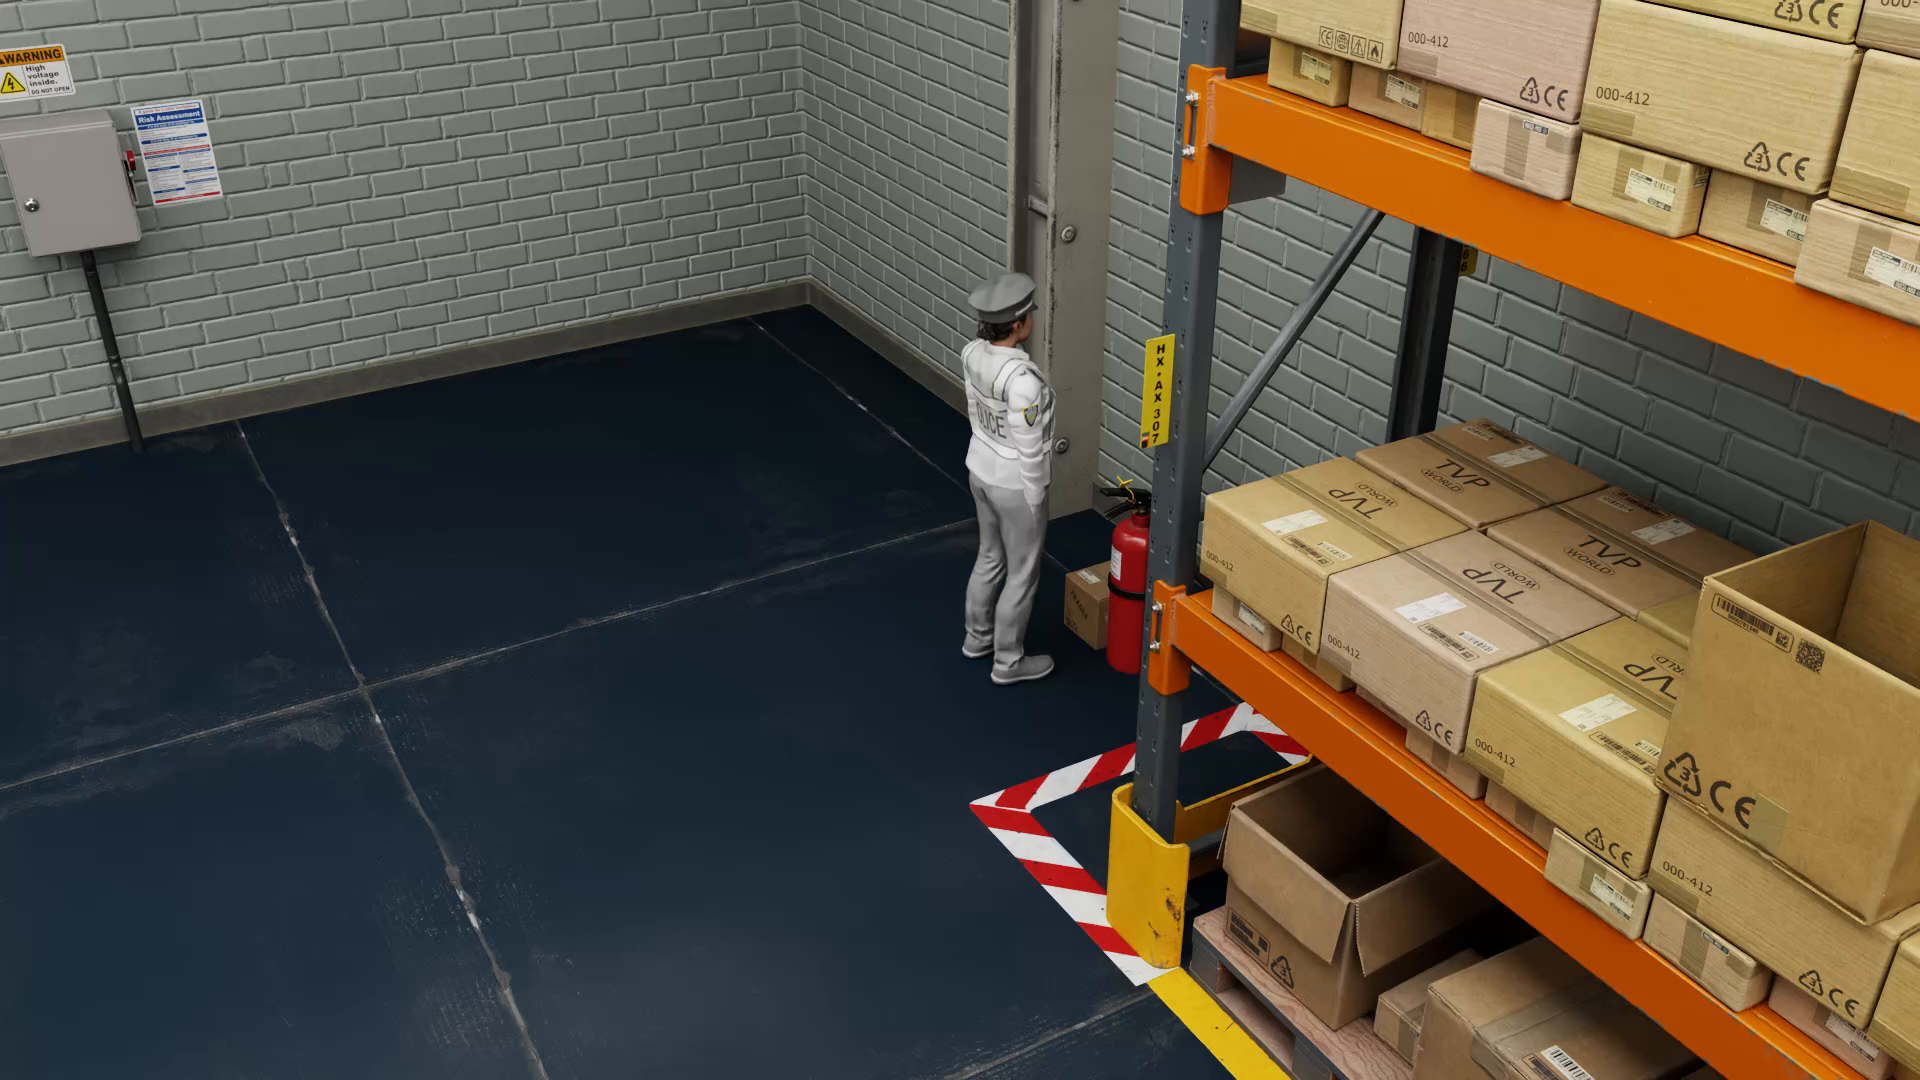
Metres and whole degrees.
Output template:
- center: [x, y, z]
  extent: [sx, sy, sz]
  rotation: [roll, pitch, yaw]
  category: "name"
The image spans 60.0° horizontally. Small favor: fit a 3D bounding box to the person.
- center: [0.194, -0.234, 6.533]
  extent: [0.341, 1.679, 0.466]
  rotation: [-15, 33, -25]
  category: "person"
